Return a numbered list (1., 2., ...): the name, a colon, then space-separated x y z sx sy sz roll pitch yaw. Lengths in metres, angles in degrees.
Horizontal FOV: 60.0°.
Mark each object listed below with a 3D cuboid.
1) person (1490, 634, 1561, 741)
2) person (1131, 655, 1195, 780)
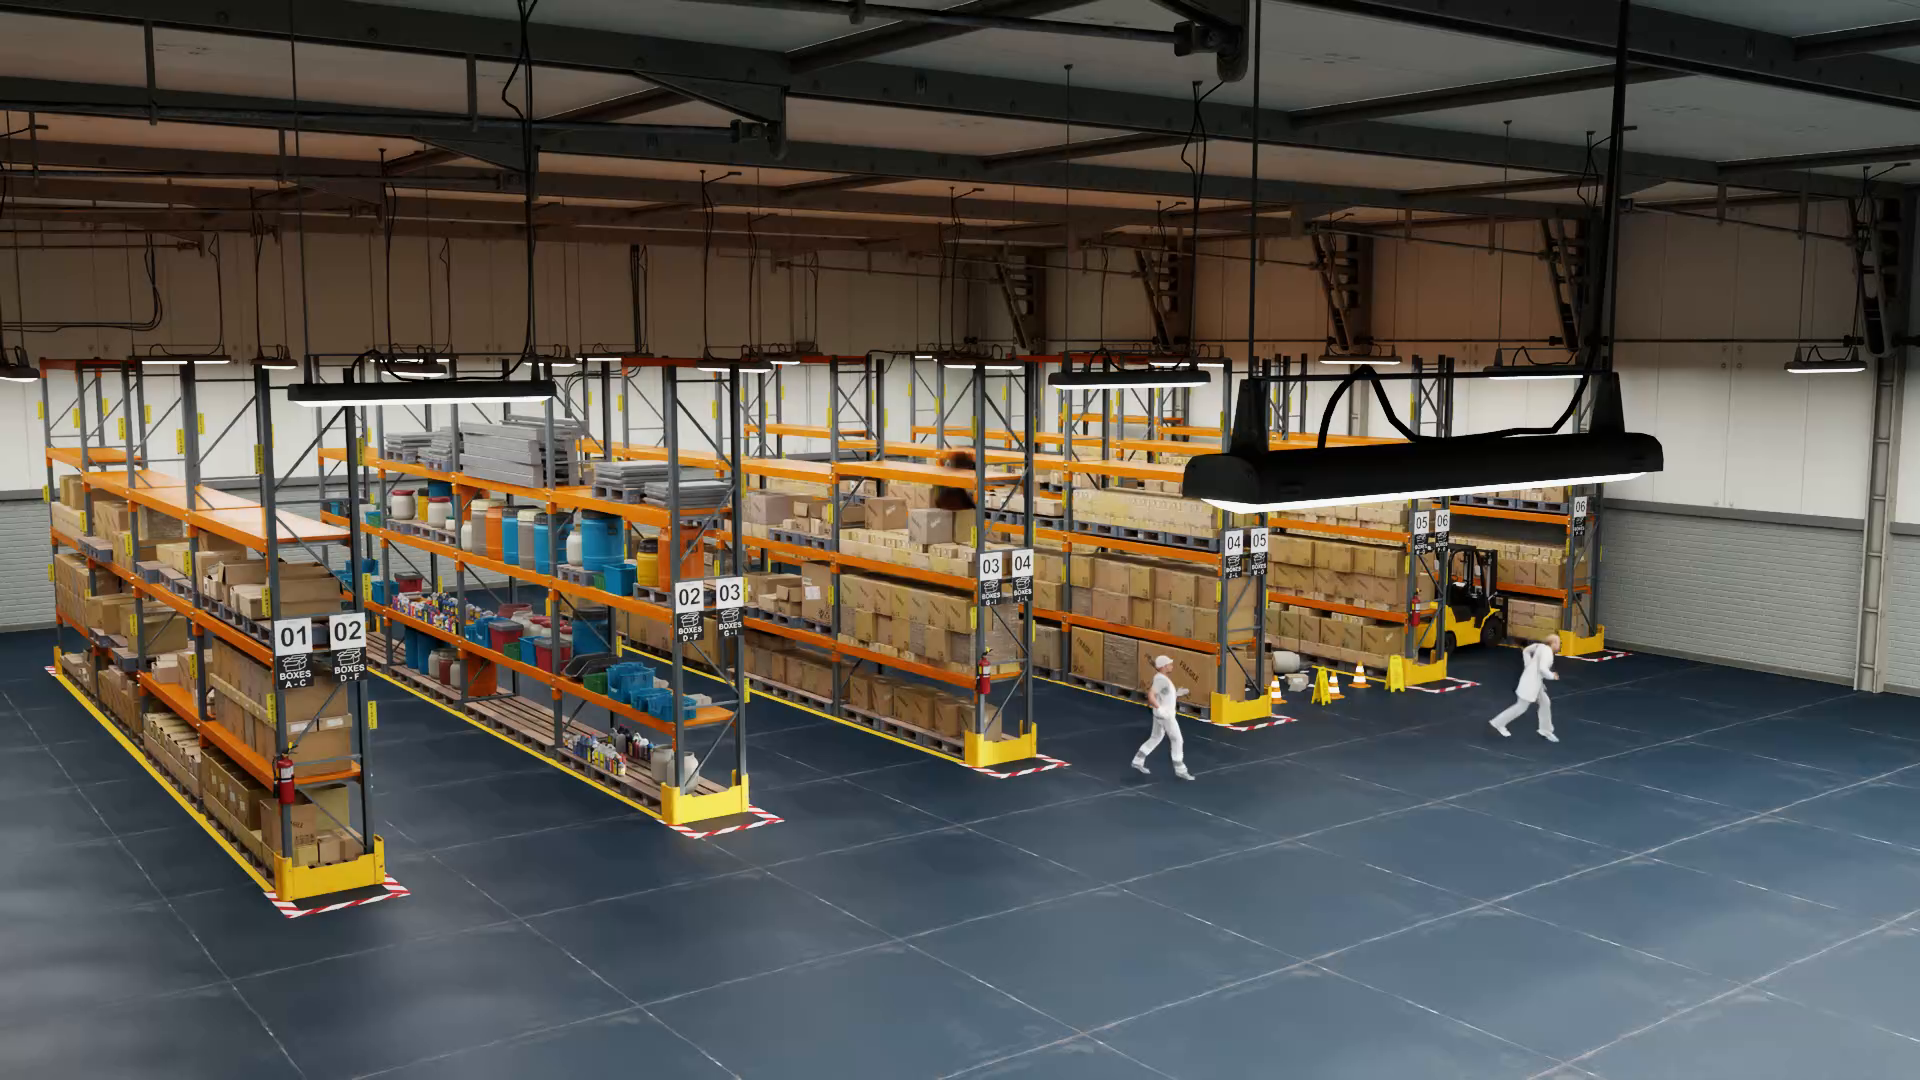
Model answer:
1. person: 8.987 2.349 26.396 1.083 1.742 0.754 1 7 5
2. person: 2.929 2.553 23.927 0.919 1.814 0.655 0 7 -4
